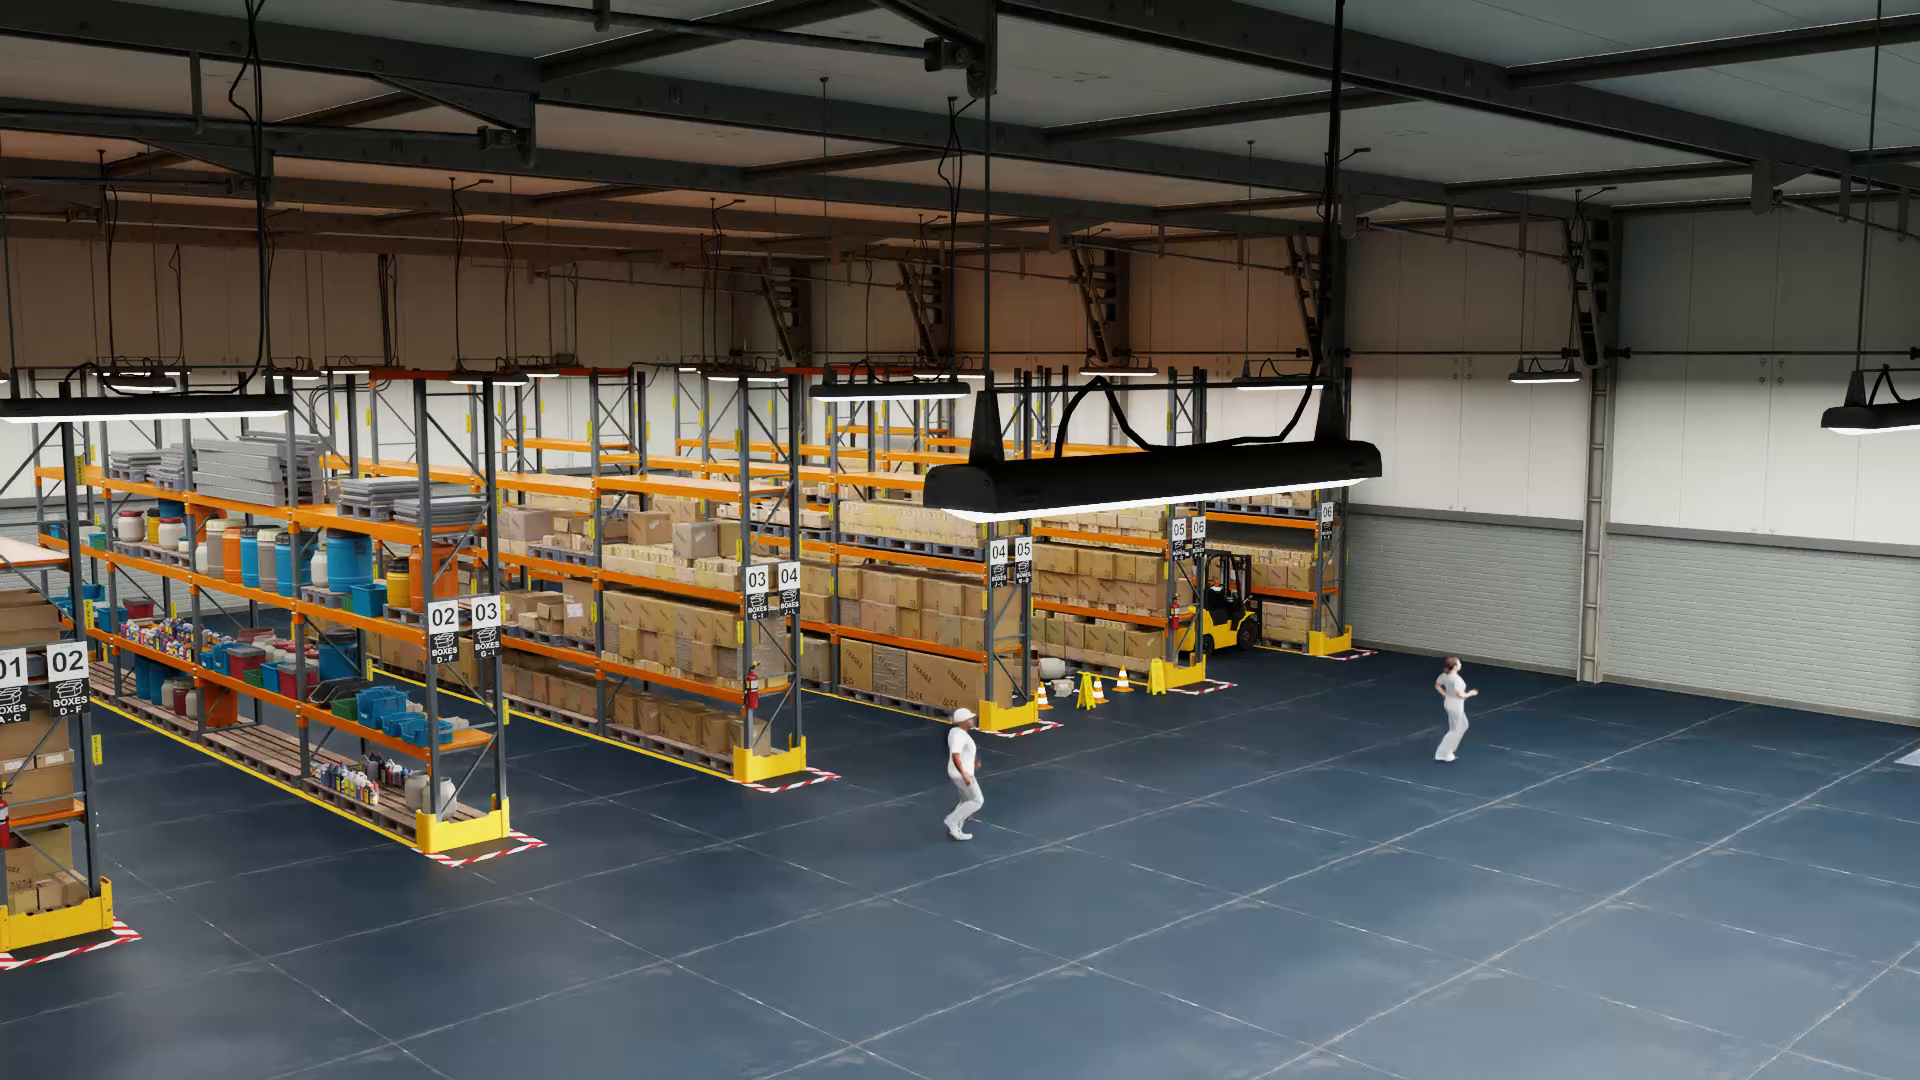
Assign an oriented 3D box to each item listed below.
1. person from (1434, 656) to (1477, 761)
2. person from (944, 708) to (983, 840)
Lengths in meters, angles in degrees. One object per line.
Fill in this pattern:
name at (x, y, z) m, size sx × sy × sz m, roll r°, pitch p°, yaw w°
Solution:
person at (7.657, 2.613, 25.684) m, size 0.628 × 1.667 × 0.547 m, roll -1°, pitch 6°, yaw -5°
person at (0.044, 3.037, 21.605) m, size 0.575 × 1.730 × 0.701 m, roll -2°, pitch 7°, yaw -14°
